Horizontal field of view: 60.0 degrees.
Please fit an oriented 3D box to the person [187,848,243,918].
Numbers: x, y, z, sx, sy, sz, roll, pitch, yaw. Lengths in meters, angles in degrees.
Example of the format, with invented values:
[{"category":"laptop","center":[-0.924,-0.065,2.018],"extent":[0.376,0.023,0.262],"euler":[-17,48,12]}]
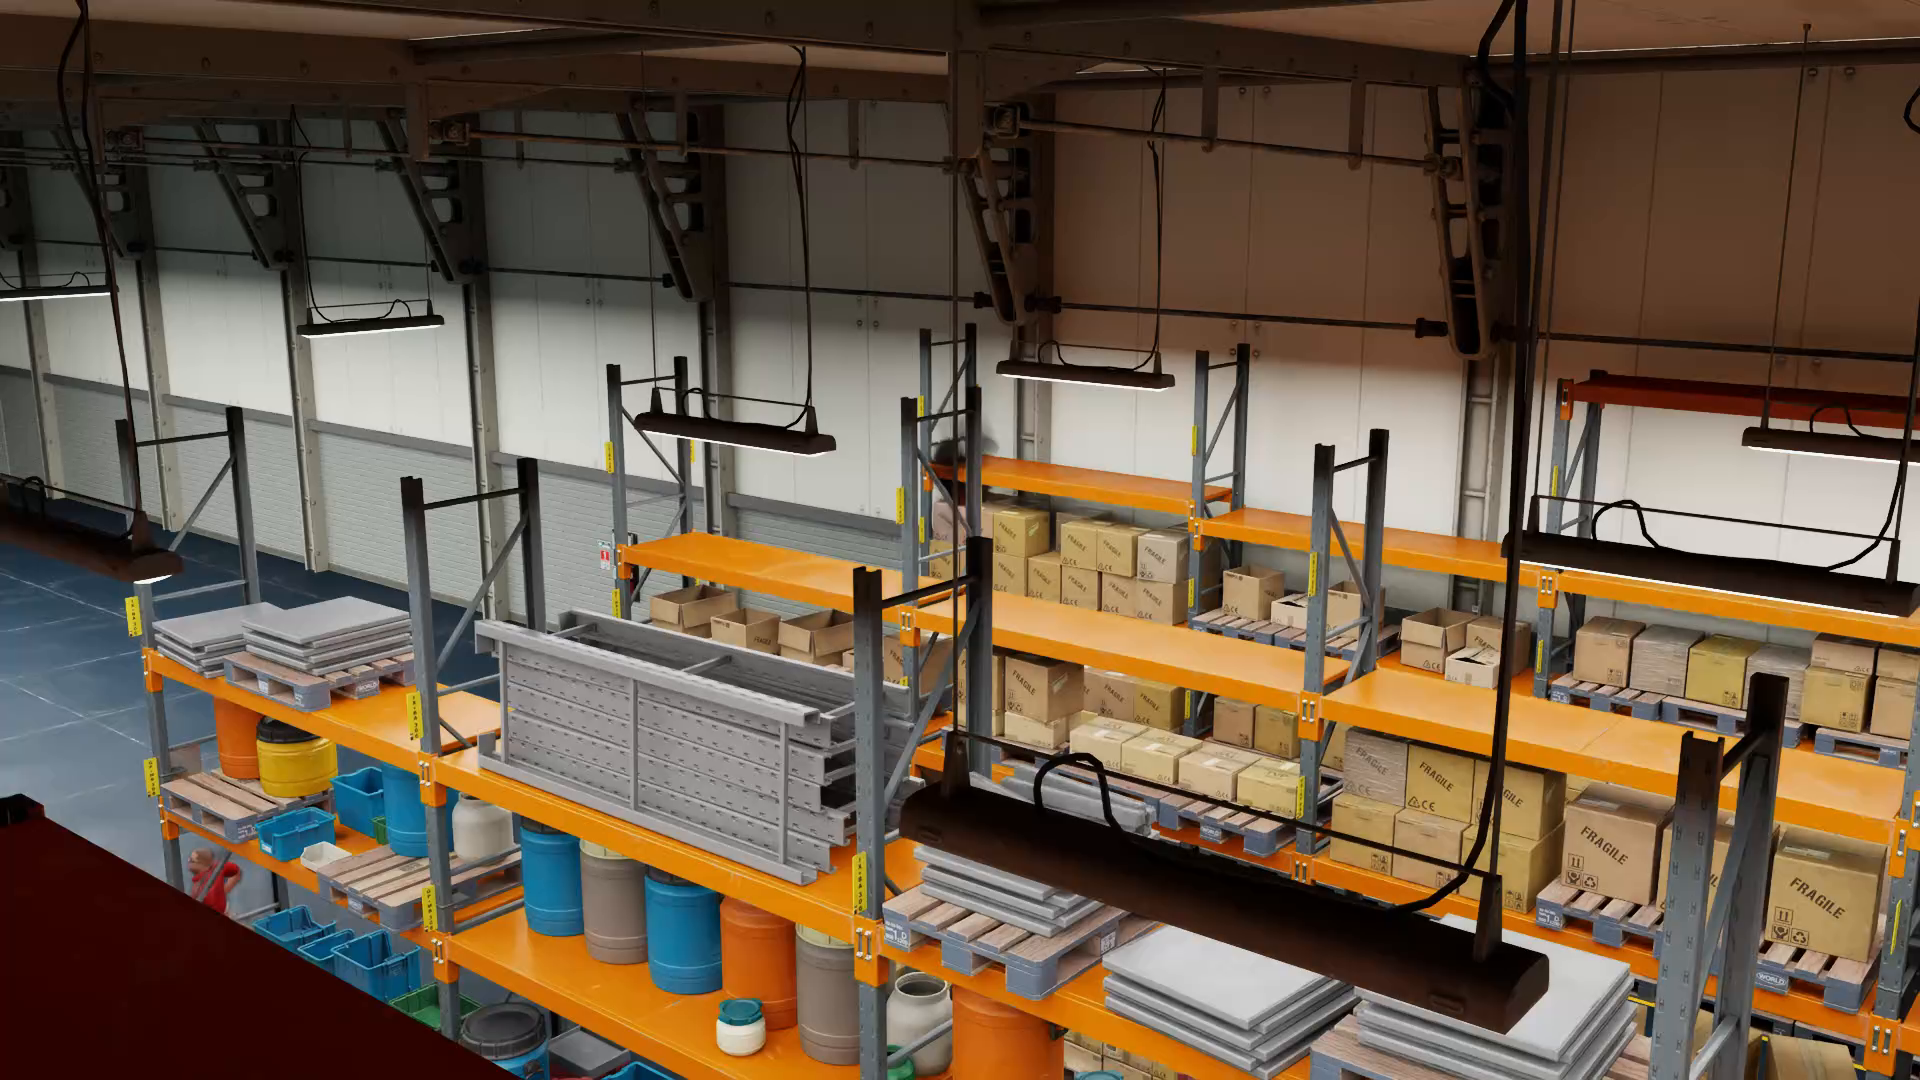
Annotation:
[{"category":"person","center":[-7.135,3.722,15.990],"extent":[0.665,1.713,0.727],"euler":[-4,13,-16]}]
